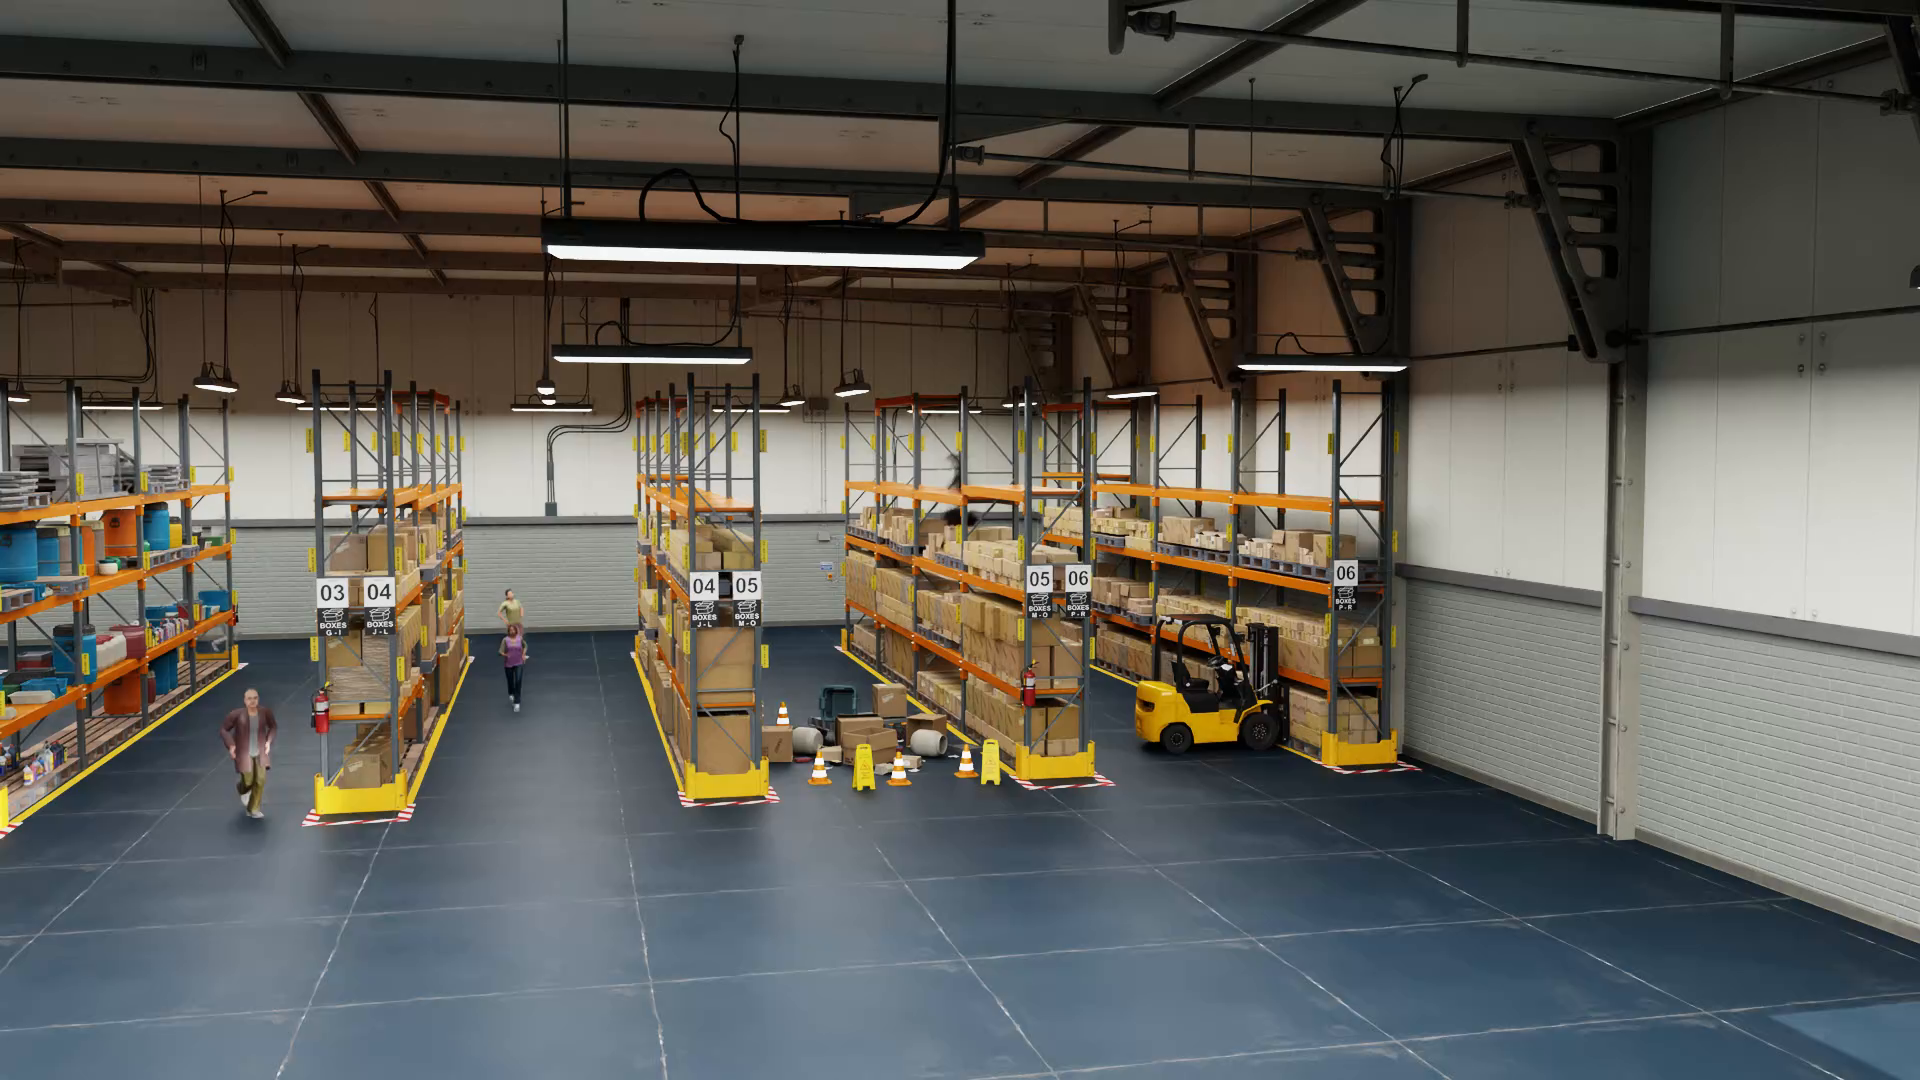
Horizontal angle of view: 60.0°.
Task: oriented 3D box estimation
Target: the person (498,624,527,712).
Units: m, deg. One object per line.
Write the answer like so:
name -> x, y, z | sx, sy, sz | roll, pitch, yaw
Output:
person -> -8.419, 2.431, 31.339 | 0.536, 1.513, 0.875 | -1, 3, -17

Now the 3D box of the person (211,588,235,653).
person -> -17.217, 1.937, 38.848 | 0.662, 1.699, 0.583 | 1, 3, 10

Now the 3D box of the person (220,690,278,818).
person -> -9.562, 2.865, 22.386 | 0.736, 1.709, 0.773 | -2, 4, -37

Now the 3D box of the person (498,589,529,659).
person -> -10.438, 1.952, 38.769 | 0.701, 1.615, 0.636 | 3, 5, 45
